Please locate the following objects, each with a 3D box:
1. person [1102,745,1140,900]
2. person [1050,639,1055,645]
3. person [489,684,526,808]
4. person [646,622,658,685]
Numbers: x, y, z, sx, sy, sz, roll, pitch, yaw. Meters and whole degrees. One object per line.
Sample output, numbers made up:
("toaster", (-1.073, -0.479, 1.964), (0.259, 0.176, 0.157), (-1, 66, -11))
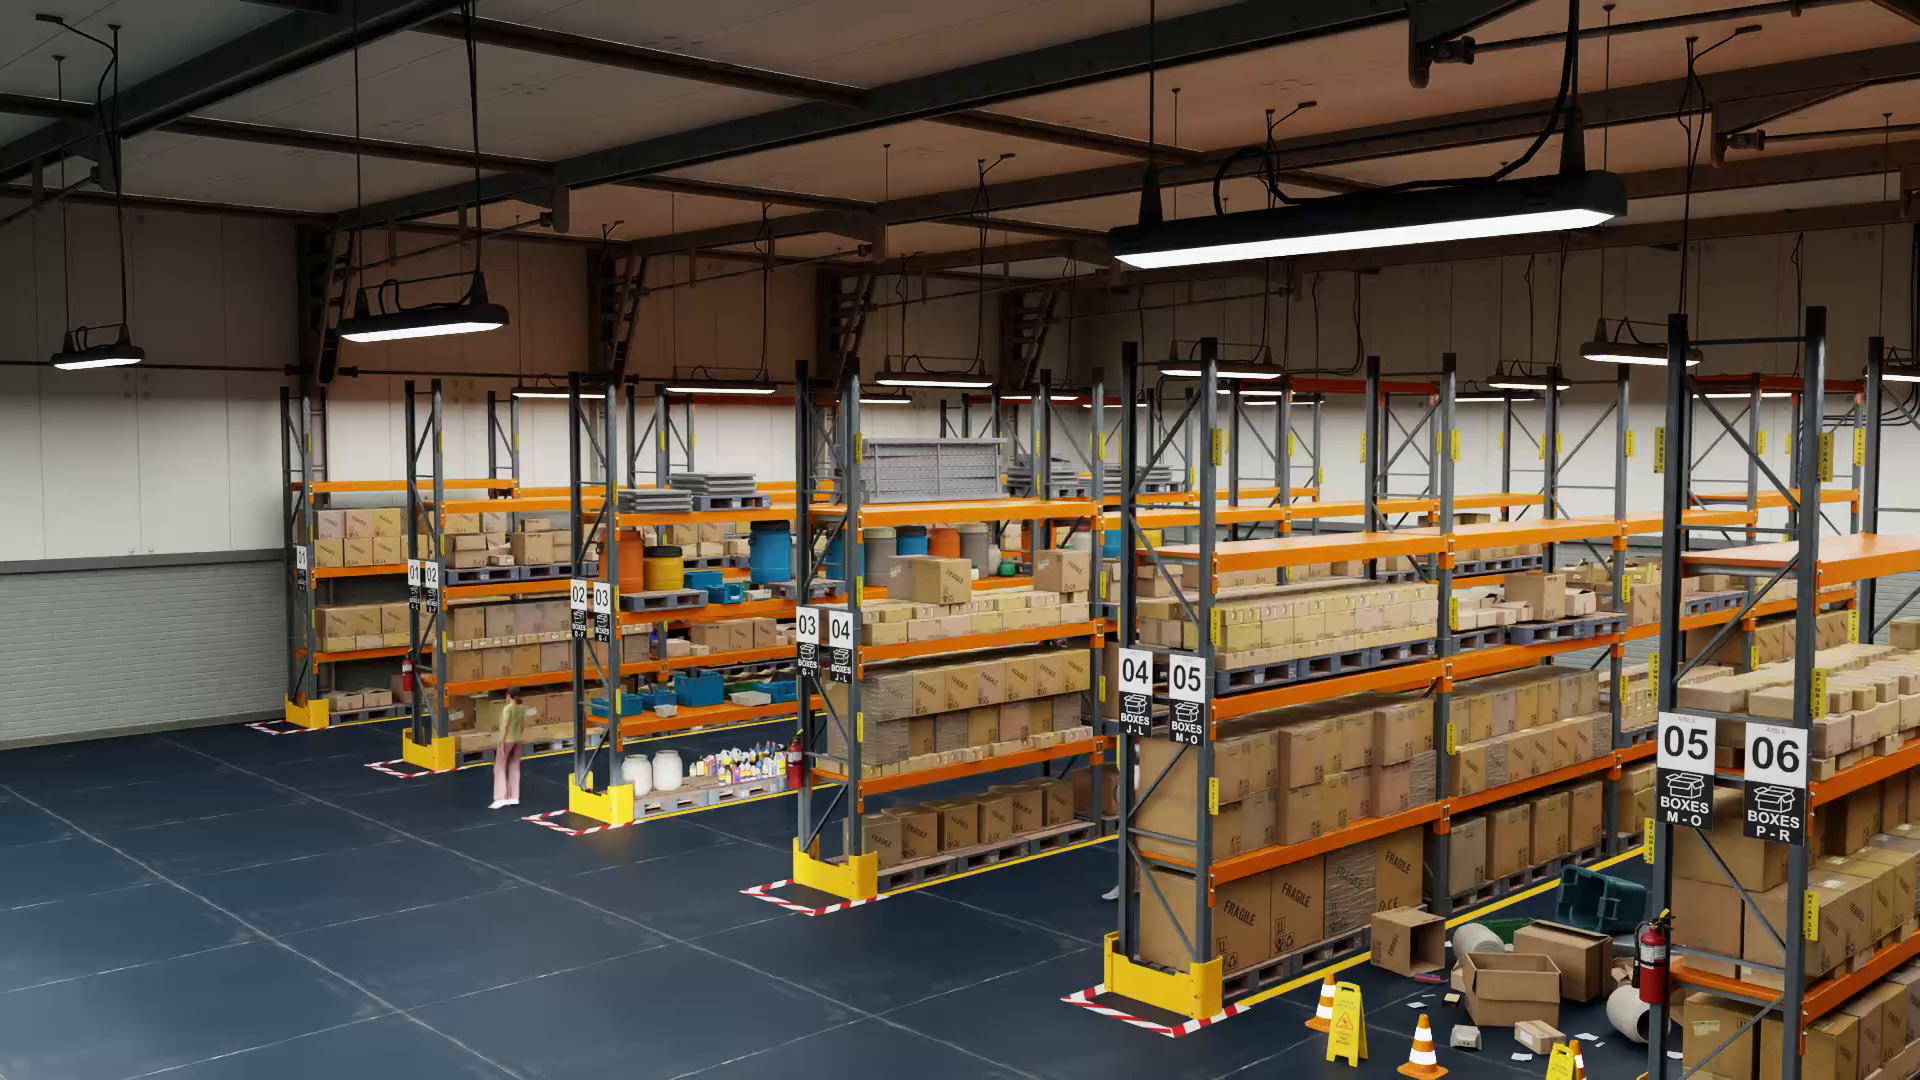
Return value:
("person", (1.865, 3.137, 18.617), (0.406, 1.700, 0.585), (2, 4, 23))
("person", (1.512, 2.179, 30.851), (0.496, 1.762, 0.600), (2, 4, 24))
("person", (-6.263, 2.880, 23.118), (0.375, 1.713, 0.540), (2, 4, 28))
("person", (-5.807, 2.316, 31.556), (0.462, 1.669, 0.333), (-3, 5, -42))
